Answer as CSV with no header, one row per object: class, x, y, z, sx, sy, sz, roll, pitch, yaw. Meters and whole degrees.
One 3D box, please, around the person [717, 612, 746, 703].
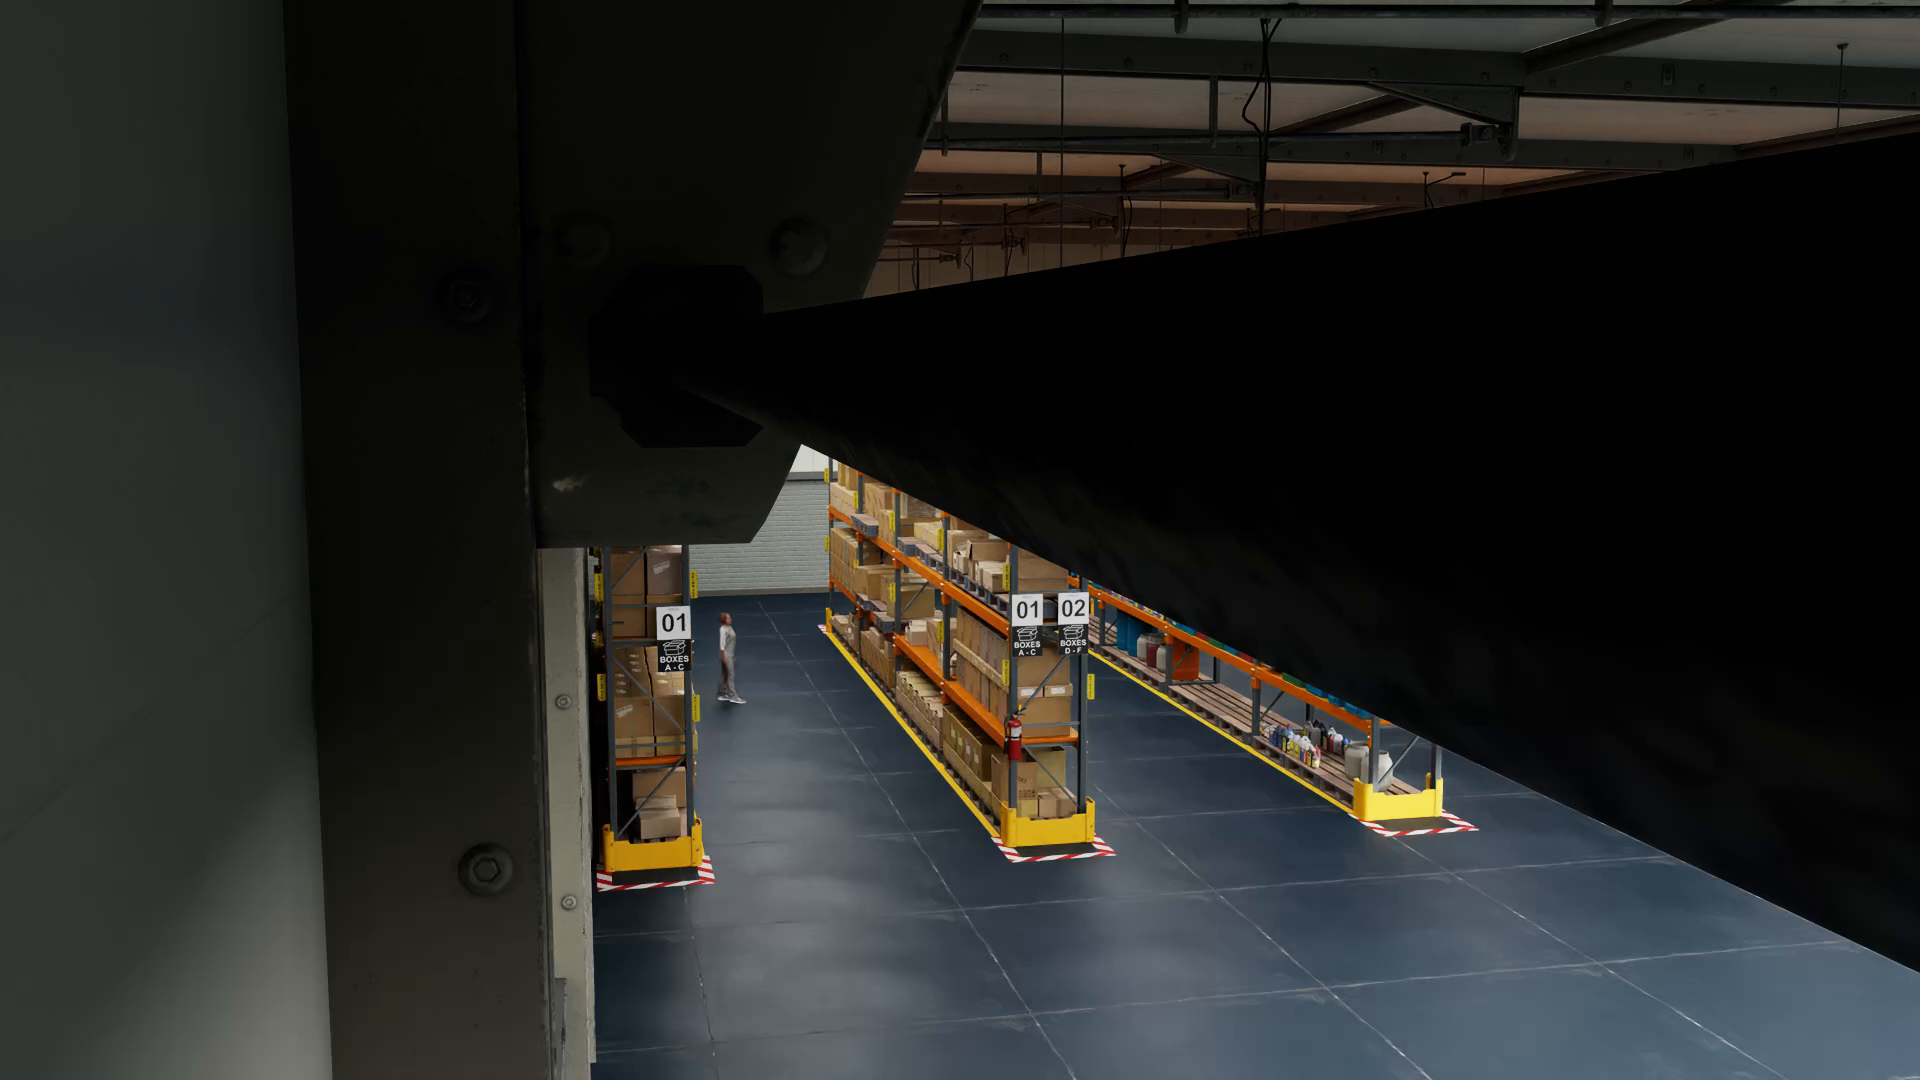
person,-4.040,2.065,29.350,0.528,1.598,0.454,0,7,-1
